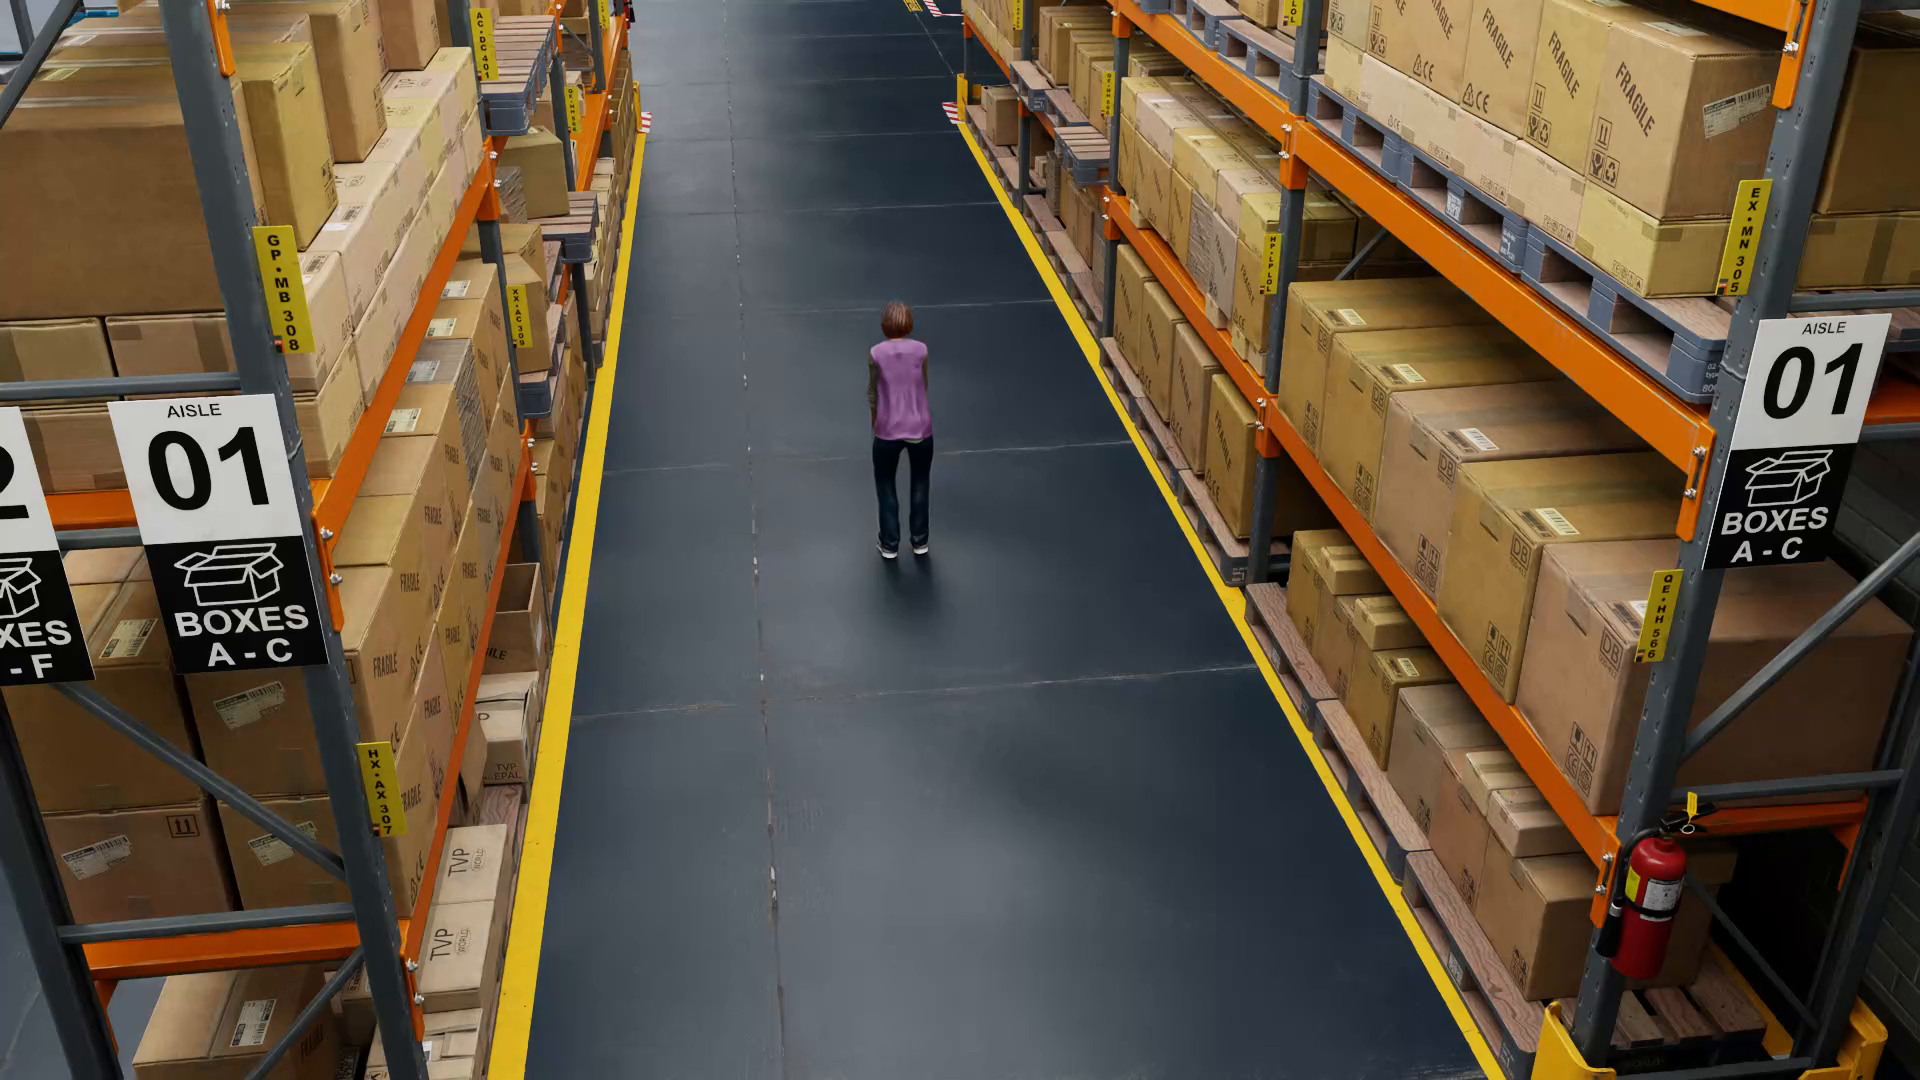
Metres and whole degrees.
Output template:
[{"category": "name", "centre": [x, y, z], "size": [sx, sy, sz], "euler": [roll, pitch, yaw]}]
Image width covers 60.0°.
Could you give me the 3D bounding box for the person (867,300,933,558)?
[{"category": "person", "centre": [-0.355, -0.660, 9.926], "size": [0.372, 1.577, 0.525], "euler": [-4, 28, -8]}]
